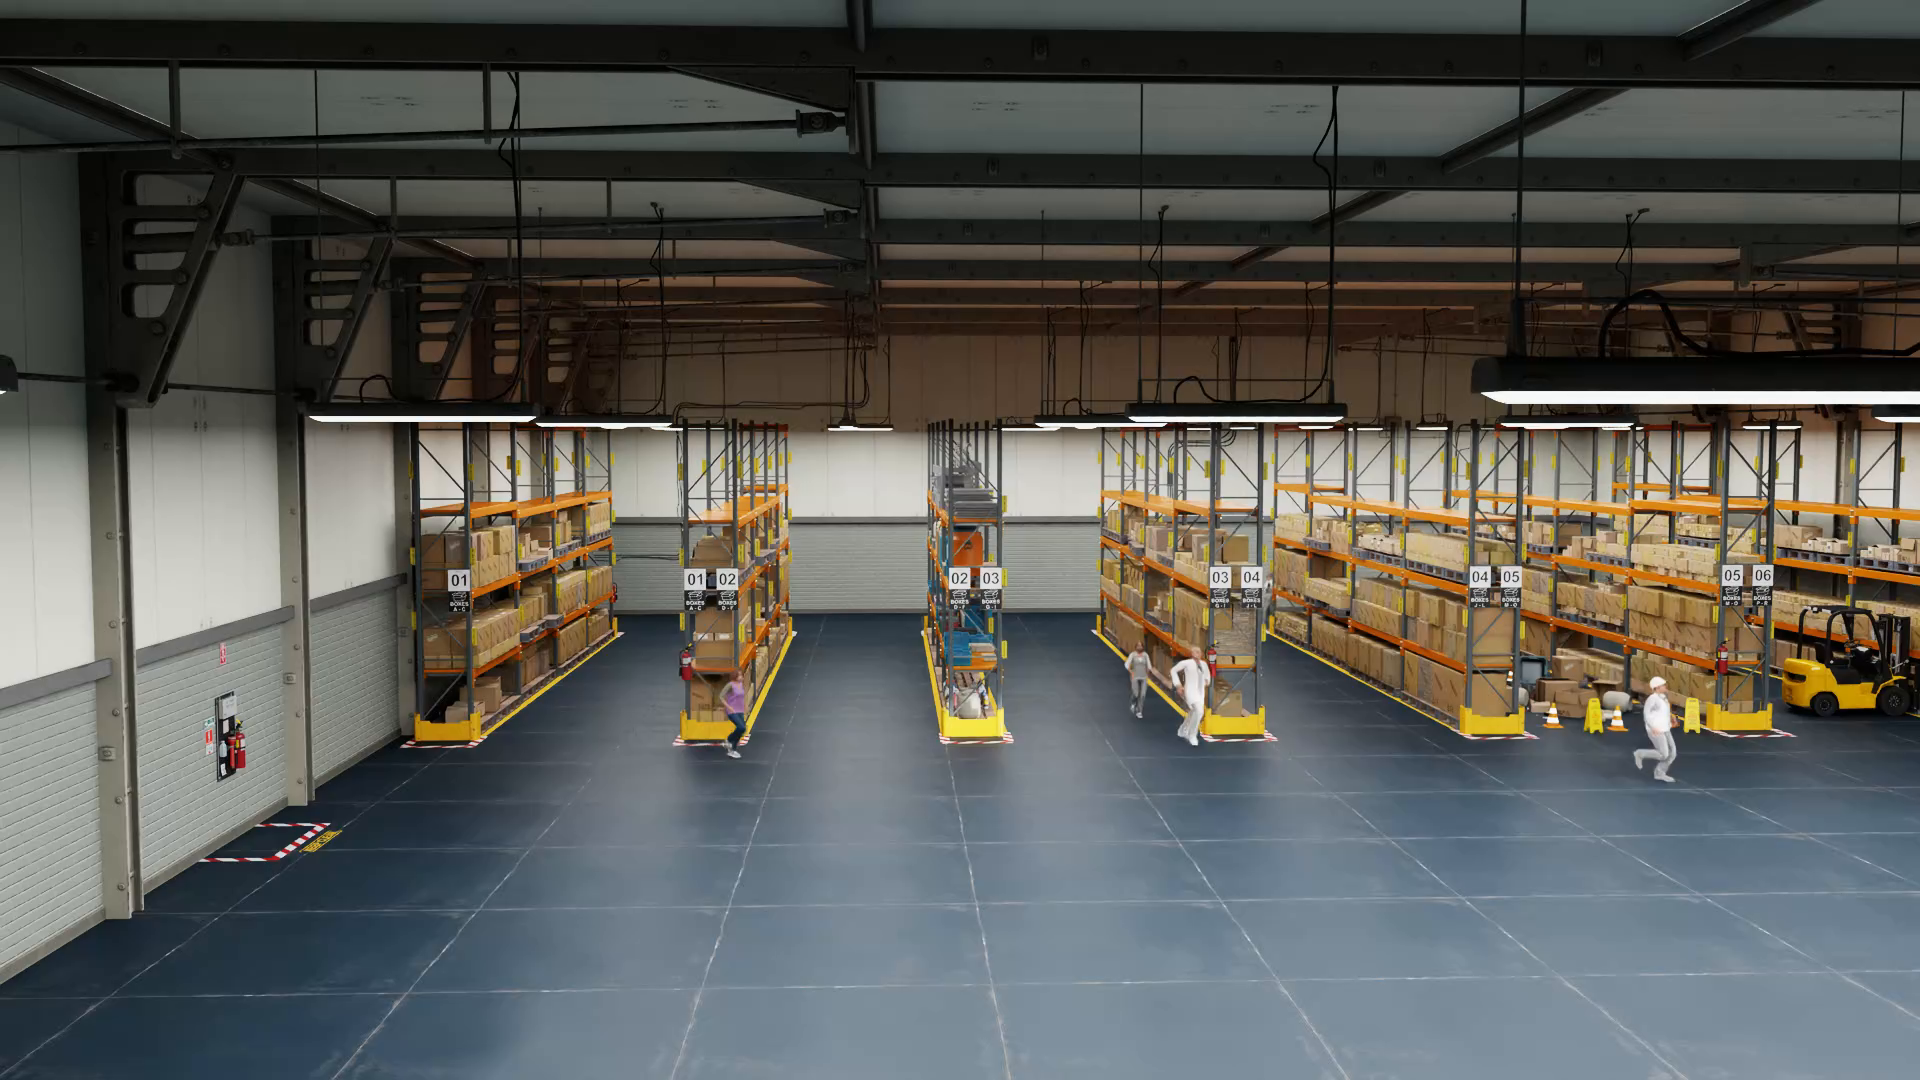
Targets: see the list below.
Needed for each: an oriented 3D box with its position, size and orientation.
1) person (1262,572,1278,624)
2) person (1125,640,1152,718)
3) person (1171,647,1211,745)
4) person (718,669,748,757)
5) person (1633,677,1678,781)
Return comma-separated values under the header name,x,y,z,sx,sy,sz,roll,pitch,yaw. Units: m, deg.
name,x,y,z,sx,sy,sz,roll,pitch,yaw
person,9.110,1.758,48.830,0.865,1.683,0.686,-1,4,-16
person,3.610,2.802,33.466,0.534,1.554,0.513,0,4,-4
person,4.322,2.879,30.834,0.705,1.807,0.724,-3,5,-37
person,-3.935,3.067,29.405,0.462,1.566,0.553,2,4,32
person,11.503,3.111,27.463,0.627,1.708,0.662,4,5,44
